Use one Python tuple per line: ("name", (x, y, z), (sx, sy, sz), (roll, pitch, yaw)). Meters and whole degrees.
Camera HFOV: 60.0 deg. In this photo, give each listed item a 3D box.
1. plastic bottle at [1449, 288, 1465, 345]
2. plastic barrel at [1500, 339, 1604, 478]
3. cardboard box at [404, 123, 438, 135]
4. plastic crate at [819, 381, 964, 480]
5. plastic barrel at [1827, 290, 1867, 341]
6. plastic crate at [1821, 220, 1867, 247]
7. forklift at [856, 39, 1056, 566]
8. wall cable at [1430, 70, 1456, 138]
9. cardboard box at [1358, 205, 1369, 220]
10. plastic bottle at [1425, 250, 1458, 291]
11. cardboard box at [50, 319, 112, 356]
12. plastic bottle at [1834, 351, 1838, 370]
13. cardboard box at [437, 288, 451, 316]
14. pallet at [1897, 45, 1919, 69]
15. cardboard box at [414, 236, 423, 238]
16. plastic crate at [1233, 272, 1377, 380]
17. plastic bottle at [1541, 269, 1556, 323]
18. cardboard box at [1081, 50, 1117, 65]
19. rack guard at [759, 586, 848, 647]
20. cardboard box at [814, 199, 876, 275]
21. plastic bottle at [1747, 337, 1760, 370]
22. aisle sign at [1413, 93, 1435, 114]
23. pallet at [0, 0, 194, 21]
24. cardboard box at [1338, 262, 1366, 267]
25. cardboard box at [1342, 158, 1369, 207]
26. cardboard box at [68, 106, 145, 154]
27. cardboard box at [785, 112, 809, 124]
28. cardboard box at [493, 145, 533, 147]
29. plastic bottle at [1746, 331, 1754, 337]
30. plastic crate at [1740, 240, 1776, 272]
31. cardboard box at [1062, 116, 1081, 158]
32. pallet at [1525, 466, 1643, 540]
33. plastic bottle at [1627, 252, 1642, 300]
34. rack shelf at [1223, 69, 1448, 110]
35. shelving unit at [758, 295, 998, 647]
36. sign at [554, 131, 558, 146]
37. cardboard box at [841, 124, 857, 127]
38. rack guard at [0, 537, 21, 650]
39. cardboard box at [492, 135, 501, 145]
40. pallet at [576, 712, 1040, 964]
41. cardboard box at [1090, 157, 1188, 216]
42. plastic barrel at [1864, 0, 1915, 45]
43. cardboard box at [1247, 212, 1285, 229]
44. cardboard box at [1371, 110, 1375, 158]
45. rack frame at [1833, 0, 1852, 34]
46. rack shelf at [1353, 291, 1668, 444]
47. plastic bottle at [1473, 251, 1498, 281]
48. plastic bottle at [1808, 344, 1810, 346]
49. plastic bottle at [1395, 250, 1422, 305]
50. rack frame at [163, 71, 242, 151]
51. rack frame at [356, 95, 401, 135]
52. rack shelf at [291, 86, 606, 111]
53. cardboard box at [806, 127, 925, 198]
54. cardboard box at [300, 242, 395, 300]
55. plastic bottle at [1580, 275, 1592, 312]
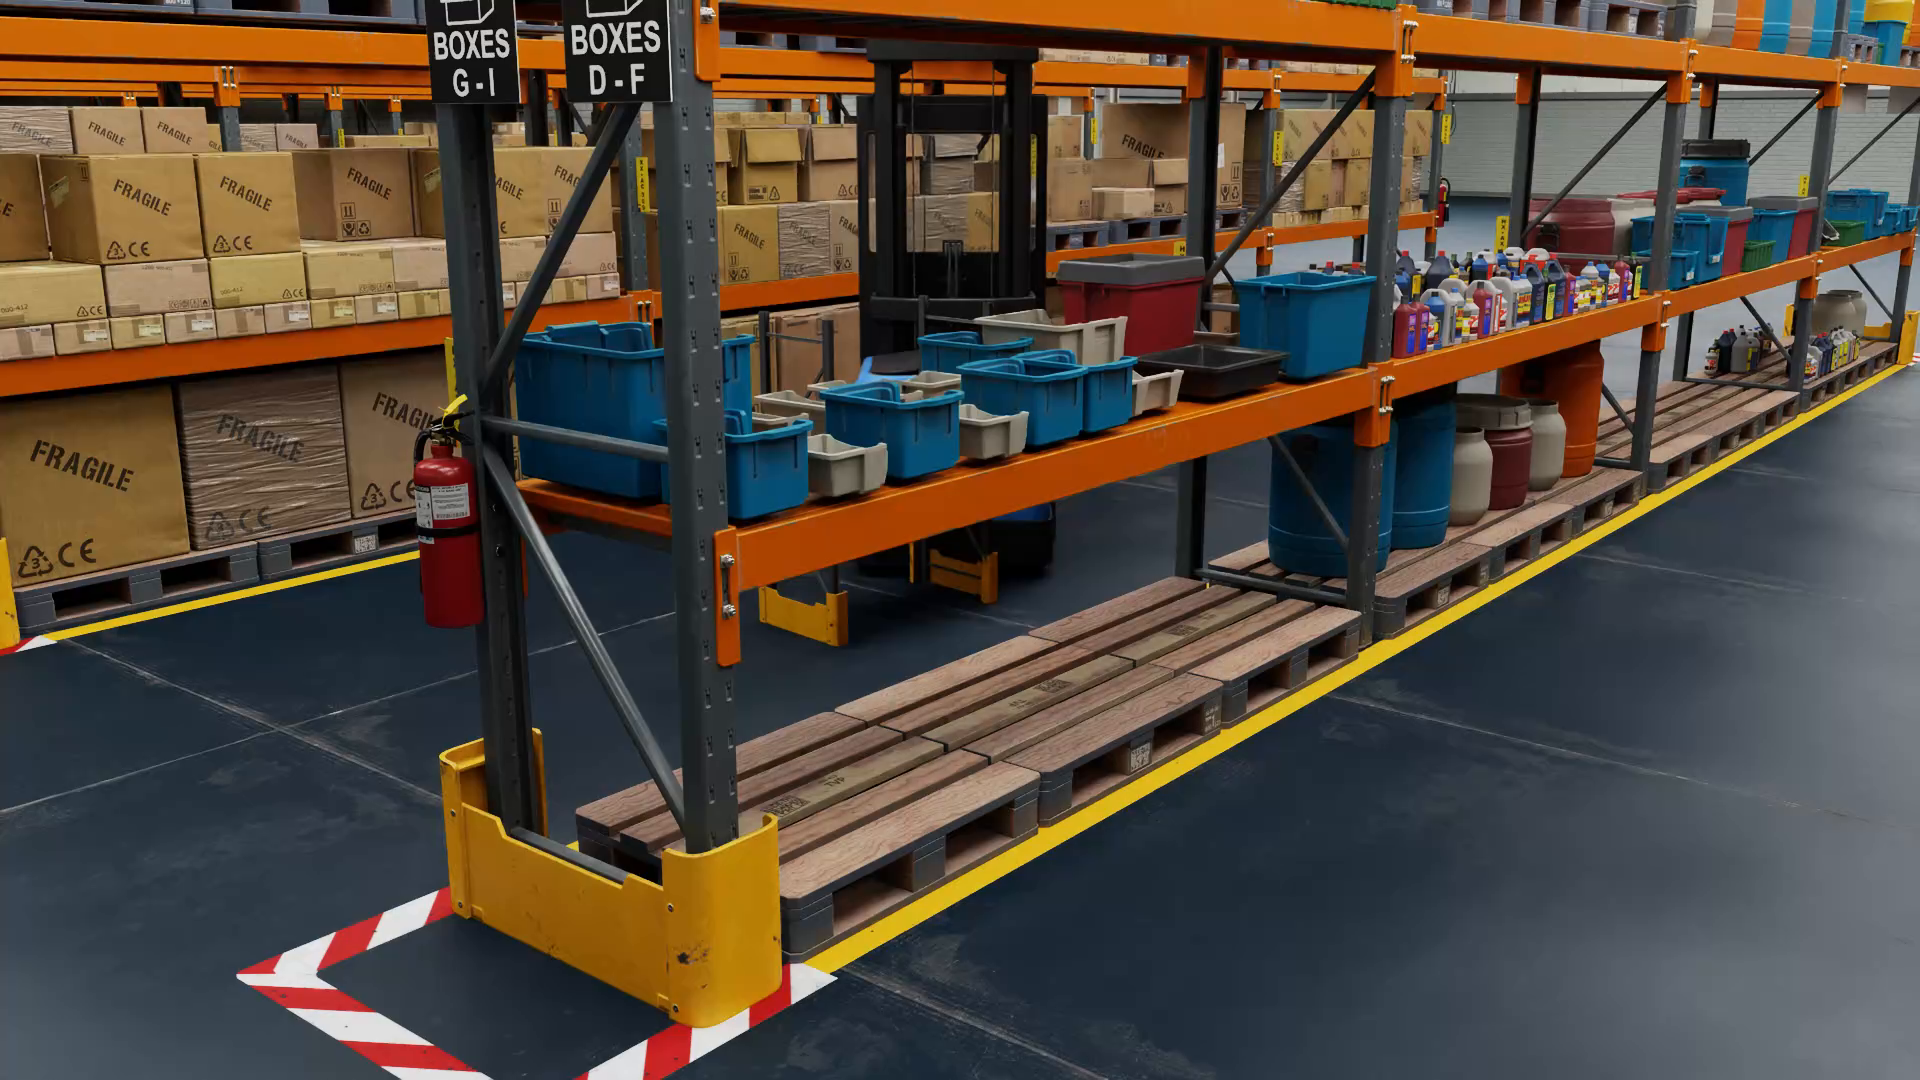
("plastic bottle", (2.393, -1.088, 8.073), (0.097, 0.271, 0.097), (0, 14, 0))
("plastic barrel", (3.702, -0.854, 10.446), (0.600, 0.830, 0.708), (11, 18, 38))
("cardboard box", (-6.756, -5.166, 20.888), (0.380, 0.149, 0.250), (10, 17, 35))
("plastic crate", (-0.207, -0.337, 5.074), (0.416, 0.233, 0.300), (11, 18, 38))
("plastic barrel", (8.670, -2.190, 16.352), (0.421, 0.512, 0.421), (0, 14, 0))
("plastic crate", (7.582, -2.678, 14.502), (0.450, 0.188, 0.662), (11, 18, 38))
("forklift", (-0.048, -1.588, 9.921), (1.130, 2.935, 3.031), (0, 14, -1))
("wall cable", (14.197, -13.911, 52.414), (3.097, 2.526, 0.112), (11, 18, 38))
("cardboard box", (4.292, -3.585, 18.153), (0.380, 0.149, 0.250), (11, 18, 38))
("plastic bottle", (2.700, -1.448, 9.332), (0.144, 0.351, 0.185), (11, 18, 38))
("cardboard box", (-4.245, -0.977, 7.888), (0.380, 0.149, 0.250), (11, 18, 37))
("plastic bottle", (7.655, -1.598, 14.612), (0.097, 0.201, 0.097), (0, 14, 0))
("cardboard box", (-2.954, -1.371, 9.437), (0.380, 0.149, 0.250), (12, 18, 39))
("pallet", (8.428, -4.549, 15.730), (1.003, 0.211, 1.213), (11, 18, 38))
("cardboard box", (-3.186, -1.726, 10.027), (0.500, 0.250, 0.500), (11, 18, 37))
("plastic crate", (1.454, -0.911, 7.029), (0.392, 0.384, 0.575), (11, 18, 38))
("plastic bottle", (3.155, -1.318, 8.957), (0.061, 0.283, 0.133), (11, 18, 38))
("cardboard box", (0.960, -4.095, 13.862), (0.500, 0.250, 0.500), (12, 18, 39))
("rack guard", (-0.747, 0.316, 7.873), (0.087, 0.250, 0.587), (-14, 20, -43))
("cardboard box", (-0.936, -2.189, 11.943), (0.500, 0.500, 0.500), (12, 18, 39))
("plastic bottle", (6.942, -1.644, 14.641), (0.152, 0.276, 0.135), (11, 18, 38))
("aisle sign", (5.444, -5.322, 19.201), (0.394, 0.787, 0.004), (11, 18, 38))
("pallet", (-4.427, -2.587, 7.803), (1.003, 0.211, 1.213), (11, 18, 38))
("cardboard box", (4.766, -2.972, 19.453), (0.500, 0.500, 0.500), (-12, 18, -39))
("cardboard box", (3.912, -3.891, 18.040), (0.875, 0.500, 0.500), (11, 18, 38))
("cardboard box", (-6.571, -3.031, 12.625), (0.500, 0.500, 0.500), (11, 18, 36))
("cardboard box", (-2.688, -6.176, 25.004), (0.700, 0.500, 0.500), (11, 18, 36))
("cardboard box", (-2.871, -2.181, 10.295), (0.500, 0.500, 0.500), (11, 18, 38))
("plastic bottle", (7.119, -1.754, 15.075), (0.152, 0.276, 0.135), (12, 18, 39))
("plastic crate", (5.635, -2.084, 12.166), (0.450, 0.188, 0.662), (11, 18, 38))
("cardboard box", (1.114, -5.415, 22.348), (0.875, 0.550, 0.550), (11, 18, 38))
("pallet", (3.533, -0.289, 10.333), (1.003, 0.211, 1.213), (11, 18, 38))
("plastic bottle", (4.073, -1.598, 10.059), (0.061, 0.283, 0.133), (11, 18, 38))
("rack shelf", (3.914, -4.819, 17.869), (1.077, 0.370, 4.000), (11, 18, 38))
("shelving unit", (-0.392, -0.376, 8.058), (1.083, 1.500, 0.587), (-14, 20, -43))
("sign", (-4.085, -3.998, 16.917), (0.100, 0.325, 0.005), (11, 18, 38))
("cardboard box", (-1.445, -4.555, 19.226), (0.700, 0.500, 0.500), (11, 18, 37))
("rack guard", (-4.900, 0.183, 7.885), (1.175, 0.500, 0.348), (11, 18, 38))
("cardboard box", (-6.131, -4.843, 20.935), (0.500, 0.500, 0.500), (10, 18, 35))
("pallet", (-0.484, 0.933, 5.520), (1.003, 0.211, 1.213), (11, 18, 38))
("cardboard box", (1.640, -3.238, 15.215), (0.797, 0.503, 0.637), (14, 20, 43))
("plastic barrel", (8.406, -4.841, 15.259), (0.600, 0.588, 0.600), (0, 14, 0))
("cardboard box", (3.026, -3.204, 16.652), (0.380, 0.149, 0.250), (11, 18, 38))
("cardboard box", (4.392, -4.438, 18.164), (0.500, 0.500, 0.500), (11, 18, 38))
("rack frame", (6.510, -5.472, 12.886), (1.000, 3.000, 0.127), (11, 18, 38))
("rack shelf", (2.739, -1.067, 9.190), (1.077, 0.370, 4.000), (11, 18, 38))
("plastic bottle", (3.182, -1.617, 10.147), (0.152, 0.276, 0.135), (11, 18, 38))
("plastic bottle", (7.337, -1.592, 14.445), (0.097, 0.271, 0.097), (0, 14, 0))
("plastic bottle", (2.497, -1.446, 9.323), (0.144, 0.351, 0.185), (11, 18, 38))
("rack frame", (-6.165, -2.586, 13.709), (1.000, 3.000, 0.127), (11, 18, 38))
("rack frame", (-8.914, -5.632, 25.700), (1.000, 3.000, 0.127), (11, 18, 38))
("rack shelf", (-6.308, -5.586, 20.890), (1.077, 0.370, 4.000), (11, 18, 38))
("cardboard box", (-0.741, -2.838, 12.460), (0.797, 0.503, 0.637), (12, 18, 39))
("cardboard box", (-3.409, -1.451, 8.944), (0.500, 0.250, 0.500), (11, 18, 36))
("plastic bottle", (3.536, -1.402, 9.452), (0.097, 0.201, 0.097), (0, 14, 0))
